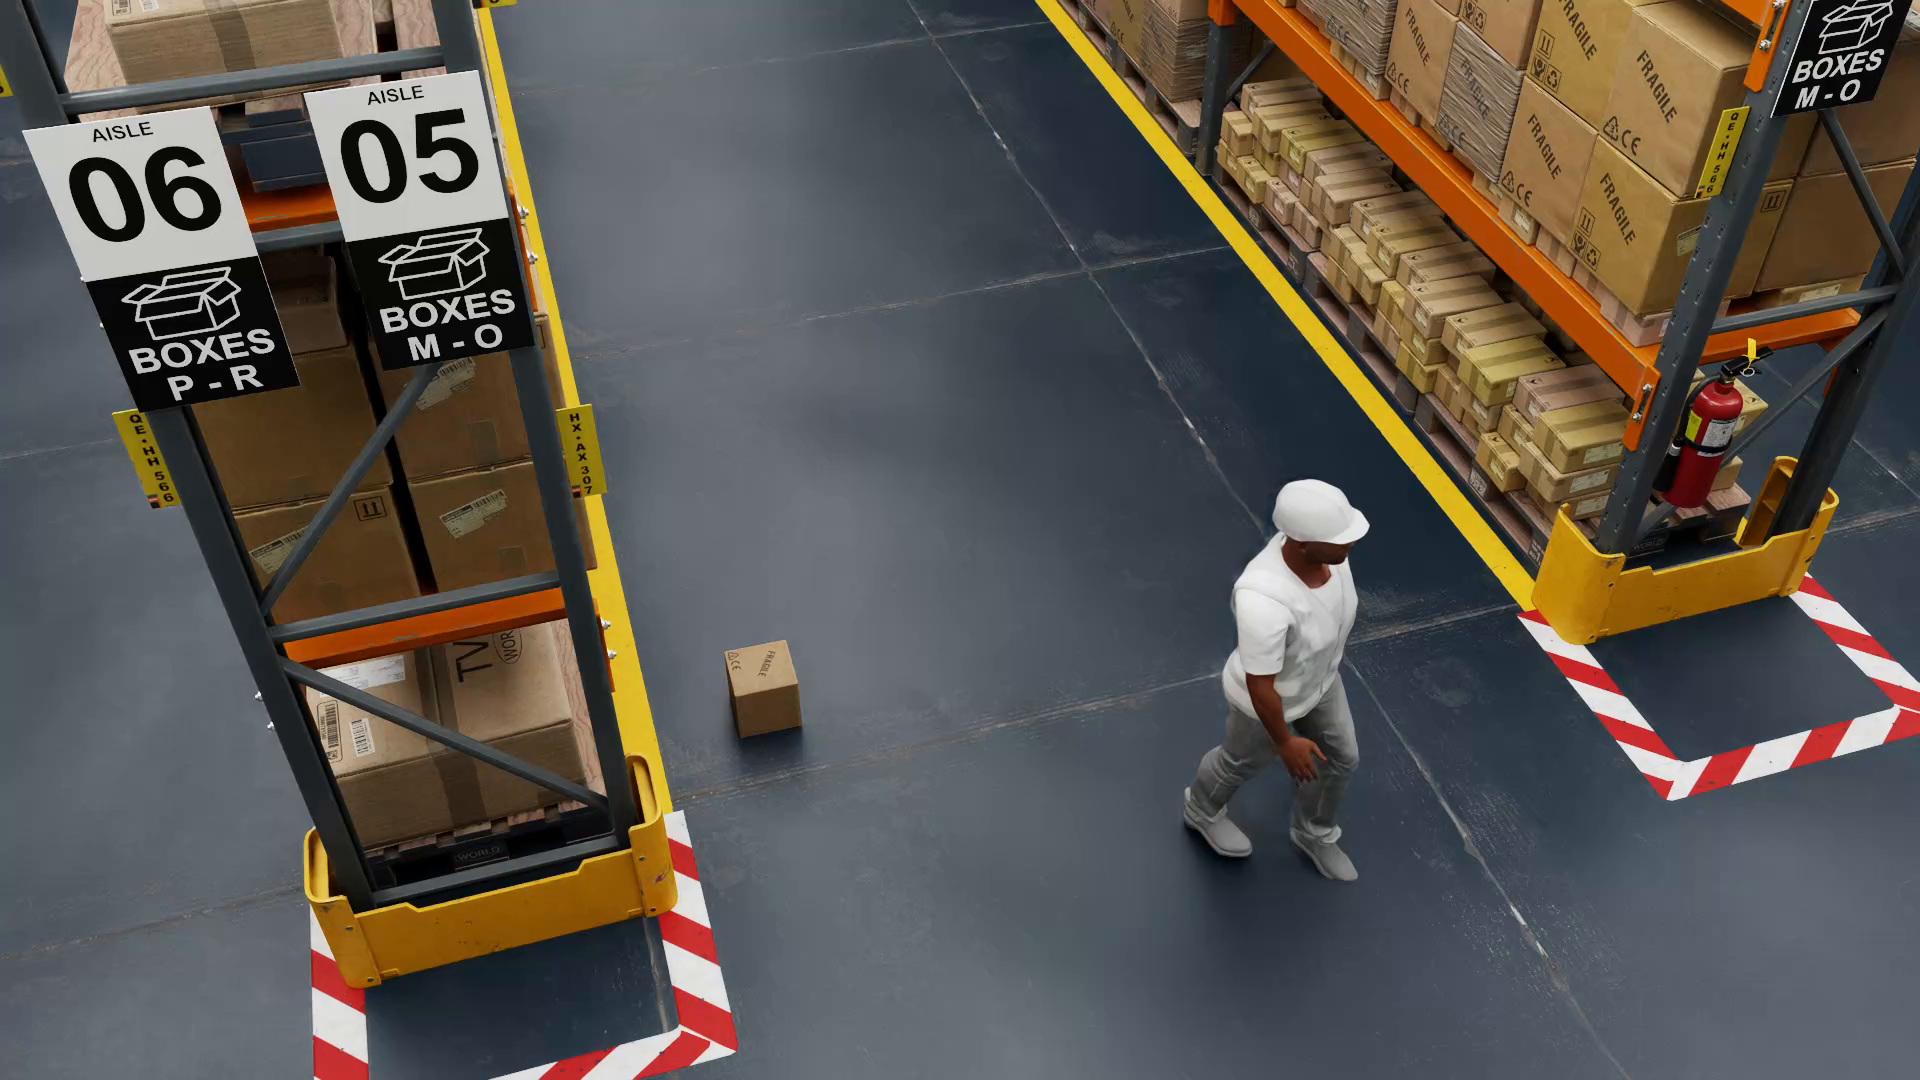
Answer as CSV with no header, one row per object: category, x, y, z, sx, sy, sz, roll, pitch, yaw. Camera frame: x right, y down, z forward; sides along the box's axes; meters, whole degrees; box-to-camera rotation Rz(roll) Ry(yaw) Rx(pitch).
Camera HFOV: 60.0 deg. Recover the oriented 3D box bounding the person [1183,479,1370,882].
person,1.106,0.525,5.576,0.666,1.820,0.583,29,50,29
